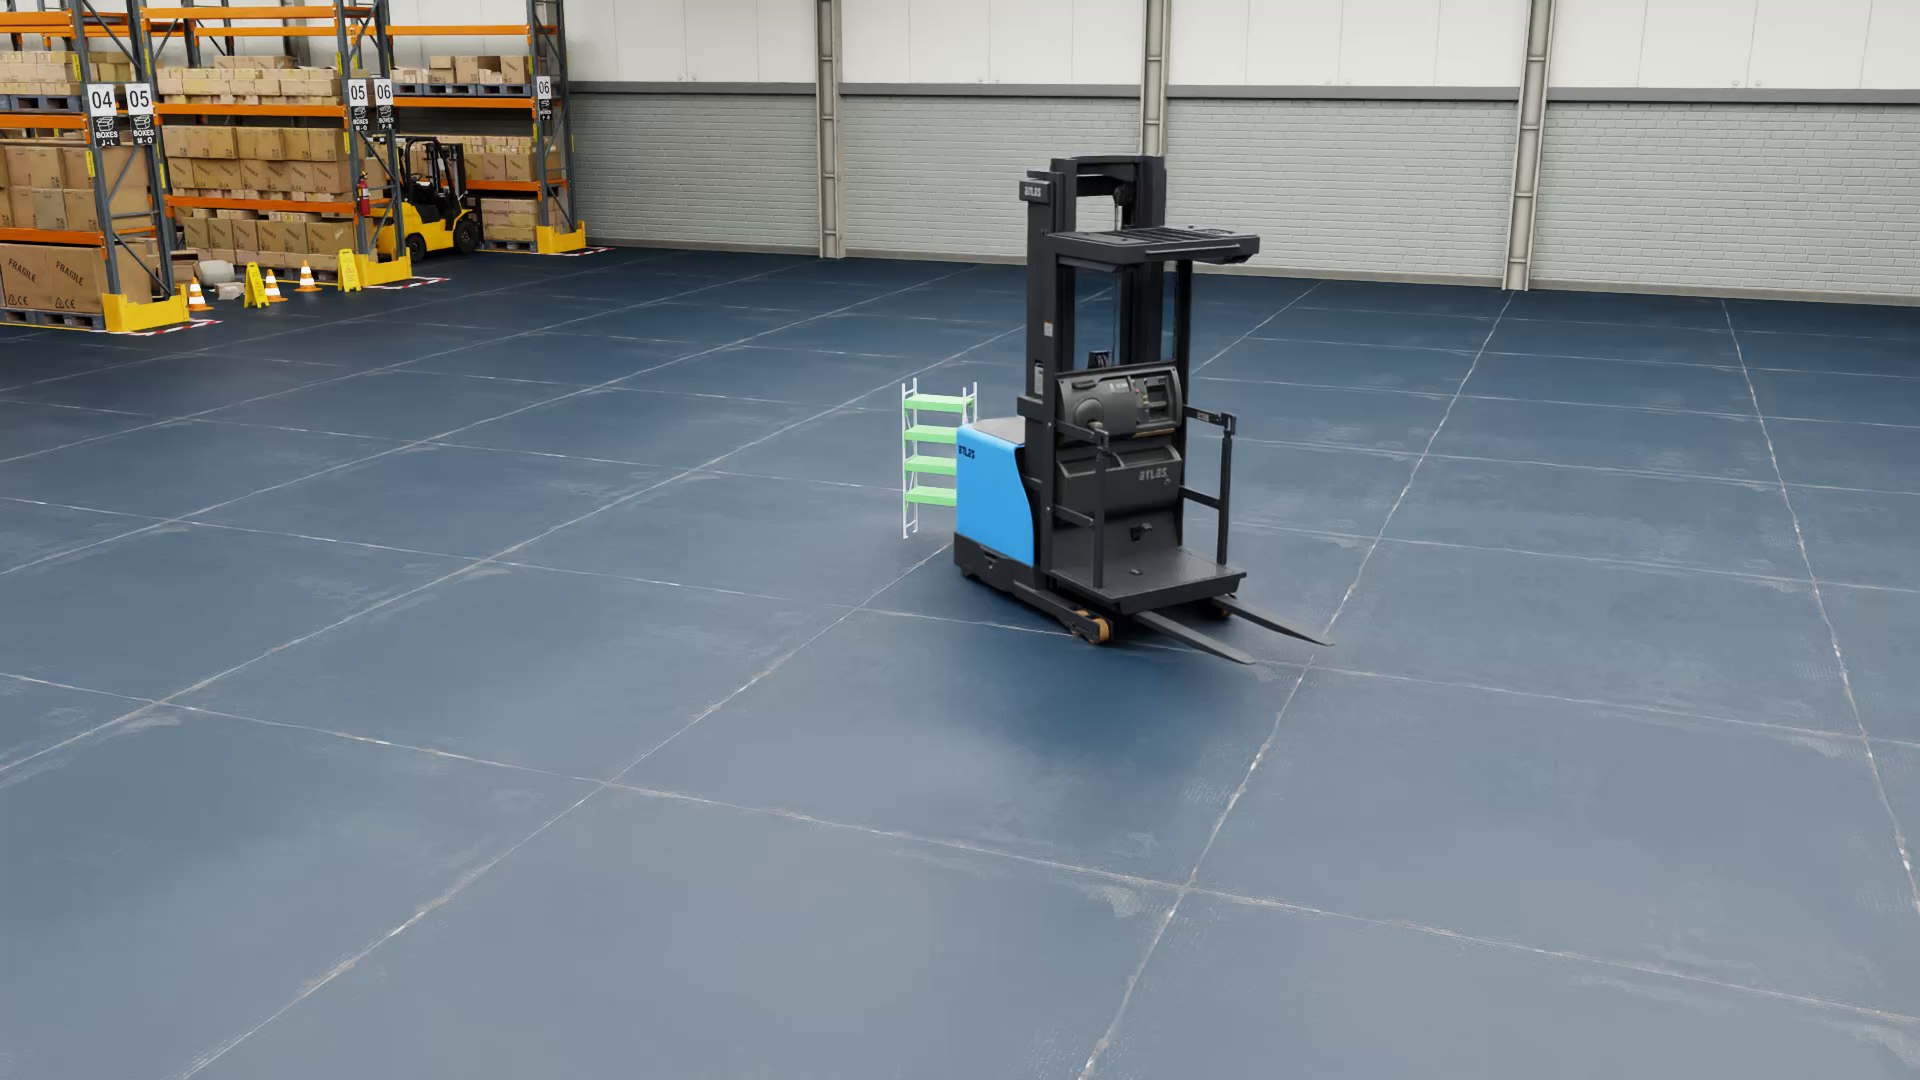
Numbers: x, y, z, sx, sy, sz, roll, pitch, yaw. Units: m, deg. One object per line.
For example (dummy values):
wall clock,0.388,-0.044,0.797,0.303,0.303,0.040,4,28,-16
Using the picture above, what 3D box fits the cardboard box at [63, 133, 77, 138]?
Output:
cardboard box,-18.399,-8.335,35.073,0.500,0.500,0.700,7,18,22

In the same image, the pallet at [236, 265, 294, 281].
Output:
pallet,-11.366,-4.564,28.017,1.213,0.211,1.003,6,17,21

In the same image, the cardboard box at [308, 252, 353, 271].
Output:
cardboard box,-10.295,-4.575,27.230,0.500,0.250,0.500,6,17,20

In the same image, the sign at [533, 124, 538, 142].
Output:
sign,-7.816,-7.496,30.613,0.005,0.325,0.100,6,17,21

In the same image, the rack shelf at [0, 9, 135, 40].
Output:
rack shelf,-13.005,-6.932,22.418,4.000,0.370,1.077,6,17,21

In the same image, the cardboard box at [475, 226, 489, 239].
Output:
cardboard box,-9.078,-5.920,31.864,0.500,0.250,0.500,6,17,21

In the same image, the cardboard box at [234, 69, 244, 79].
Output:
cardboard box,-11.493,-7.536,26.890,0.250,0.149,0.380,7,17,22

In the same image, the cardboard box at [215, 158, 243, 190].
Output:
cardboard box,-11.898,-6.061,27.457,0.500,0.500,0.500,6,17,20

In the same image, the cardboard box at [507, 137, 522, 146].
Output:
cardboard box,-8.256,-7.467,31.139,0.250,0.149,0.380,6,17,21

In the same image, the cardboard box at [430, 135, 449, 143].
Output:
cardboard box,-9.910,-7.657,31.791,0.250,0.149,0.380,6,17,20

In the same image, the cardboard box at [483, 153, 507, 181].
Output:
cardboard box,-8.638,-7.051,31.404,0.500,0.500,0.500,7,18,22

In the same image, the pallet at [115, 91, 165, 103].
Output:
pallet,-13.678,-7.528,28.182,1.003,0.211,1.213,6,17,21

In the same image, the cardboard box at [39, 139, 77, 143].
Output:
cardboard box,-15.546,-6.679,28.833,0.500,0.500,0.500,7,17,22

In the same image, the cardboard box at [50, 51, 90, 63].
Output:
cardboard box,-11.582,-6.283,21.643,0.250,0.149,0.380,6,17,21

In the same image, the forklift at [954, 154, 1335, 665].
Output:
forklift,1.145,-0.898,10.511,1.130,2.935,3.031,-10,19,-30

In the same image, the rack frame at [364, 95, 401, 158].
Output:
rack frame,-11.325,-7.375,32.697,0.127,3.000,1.000,6,17,21

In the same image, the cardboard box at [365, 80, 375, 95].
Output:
cardboard box,-9.792,-7.310,26.828,0.500,0.250,0.500,6,17,20

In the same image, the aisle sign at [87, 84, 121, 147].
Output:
aisle sign,-11.188,-5.547,21.739,0.004,0.787,0.394,6,17,21

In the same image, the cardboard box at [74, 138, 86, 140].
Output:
cardboard box,-15.384,-6.813,29.296,0.500,0.500,0.500,5,17,17

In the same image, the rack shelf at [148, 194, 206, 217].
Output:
rack shelf,-15.003,-5.946,29.066,4.000,0.370,1.077,6,17,21

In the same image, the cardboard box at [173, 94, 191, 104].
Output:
cardboard box,-12.721,-7.270,27.405,0.250,0.149,0.380,6,17,21

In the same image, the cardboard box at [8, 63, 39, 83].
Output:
cardboard box,-12.167,-6.174,21.983,0.500,0.250,0.500,6,17,21

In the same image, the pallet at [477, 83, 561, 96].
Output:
pallet,-8.252,-8.443,31.154,1.213,0.211,1.003,6,17,21

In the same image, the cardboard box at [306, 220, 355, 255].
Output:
cardboard box,-10.263,-4.934,27.121,0.500,0.500,0.500,6,17,21

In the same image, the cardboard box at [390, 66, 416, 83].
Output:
cardboard box,-10.641,-8.874,31.708,0.500,0.311,0.500,7,17,22

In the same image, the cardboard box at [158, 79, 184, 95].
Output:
cardboard box,-12.834,-7.483,27.423,0.500,0.250,0.500,6,17,19

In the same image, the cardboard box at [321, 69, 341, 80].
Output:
cardboard box,-9.845,-7.339,26.213,0.250,0.149,0.380,6,17,21

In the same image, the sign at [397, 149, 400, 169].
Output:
sign,-9.223,-6.234,27.216,0.005,0.325,0.100,6,17,21

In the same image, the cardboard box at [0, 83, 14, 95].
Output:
cardboard box,-12.525,-6.004,22.112,0.250,0.149,0.380,6,17,20

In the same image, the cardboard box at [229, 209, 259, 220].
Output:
cardboard box,-11.869,-5.402,27.573,0.250,0.149,0.380,7,18,24

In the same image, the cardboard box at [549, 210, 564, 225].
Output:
cardboard box,-7.965,-6.189,31.894,0.500,0.250,0.500,7,17,22

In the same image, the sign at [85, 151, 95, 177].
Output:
sign,-11.356,-4.914,21.720,0.005,0.325,0.100,6,17,21

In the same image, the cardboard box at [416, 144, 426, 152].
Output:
cardboard box,-10.185,-7.516,31.842,0.250,0.149,0.380,6,17,20

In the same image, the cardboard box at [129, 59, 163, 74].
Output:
cardboard box,-13.729,-7.924,27.826,0.500,0.250,0.500,7,17,22

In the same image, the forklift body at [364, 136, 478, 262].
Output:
forklift body,-10.038,-6.279,30.444,1.214,2.155,2.313,6,17,21

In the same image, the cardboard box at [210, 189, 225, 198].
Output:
cardboard box,-12.238,-5.785,27.671,0.250,0.149,0.380,7,18,22

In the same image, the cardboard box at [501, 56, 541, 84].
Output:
cardboard box,-8.105,-8.686,30.721,0.500,0.500,0.500,7,18,22

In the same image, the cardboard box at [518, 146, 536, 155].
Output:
cardboard box,-8.029,-7.288,31.055,0.250,0.149,0.380,7,17,21

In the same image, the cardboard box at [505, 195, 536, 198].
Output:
cardboard box,-8.448,-6.476,31.984,0.500,0.250,0.500,6,17,21

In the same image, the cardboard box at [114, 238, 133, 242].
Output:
cardboard box,-13.768,-4.786,26.903,0.500,0.500,0.500,6,17,21

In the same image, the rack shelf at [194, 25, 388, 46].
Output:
rack shelf,-13.186,-9.923,32.721,4.000,0.370,1.077,6,17,21

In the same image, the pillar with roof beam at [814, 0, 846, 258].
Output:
pillar with roof beam,-3.919,-8.421,25.542,0.400,9.000,9.100,6,17,21

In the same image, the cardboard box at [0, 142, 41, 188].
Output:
cardboard box,-13.033,-5.168,22.889,0.500,0.550,0.875,6,17,21

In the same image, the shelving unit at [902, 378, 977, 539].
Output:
shelving unit,-0.154,-0.593,12.565,0.503,1.200,0.258,6,17,21

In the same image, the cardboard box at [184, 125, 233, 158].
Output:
cardboard box,-12.346,-6.599,27.518,0.500,0.500,0.700,6,17,21

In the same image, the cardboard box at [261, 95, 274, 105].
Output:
cardboard box,-11.037,-7.100,26.821,0.250,0.149,0.380,6,17,19

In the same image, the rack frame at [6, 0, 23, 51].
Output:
rack frame,-16.864,-9.377,28.834,0.127,3.000,1.000,6,17,21

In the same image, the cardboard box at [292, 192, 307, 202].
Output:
cardboard box,-10.606,-5.588,26.991,0.250,0.149,0.380,7,17,22
